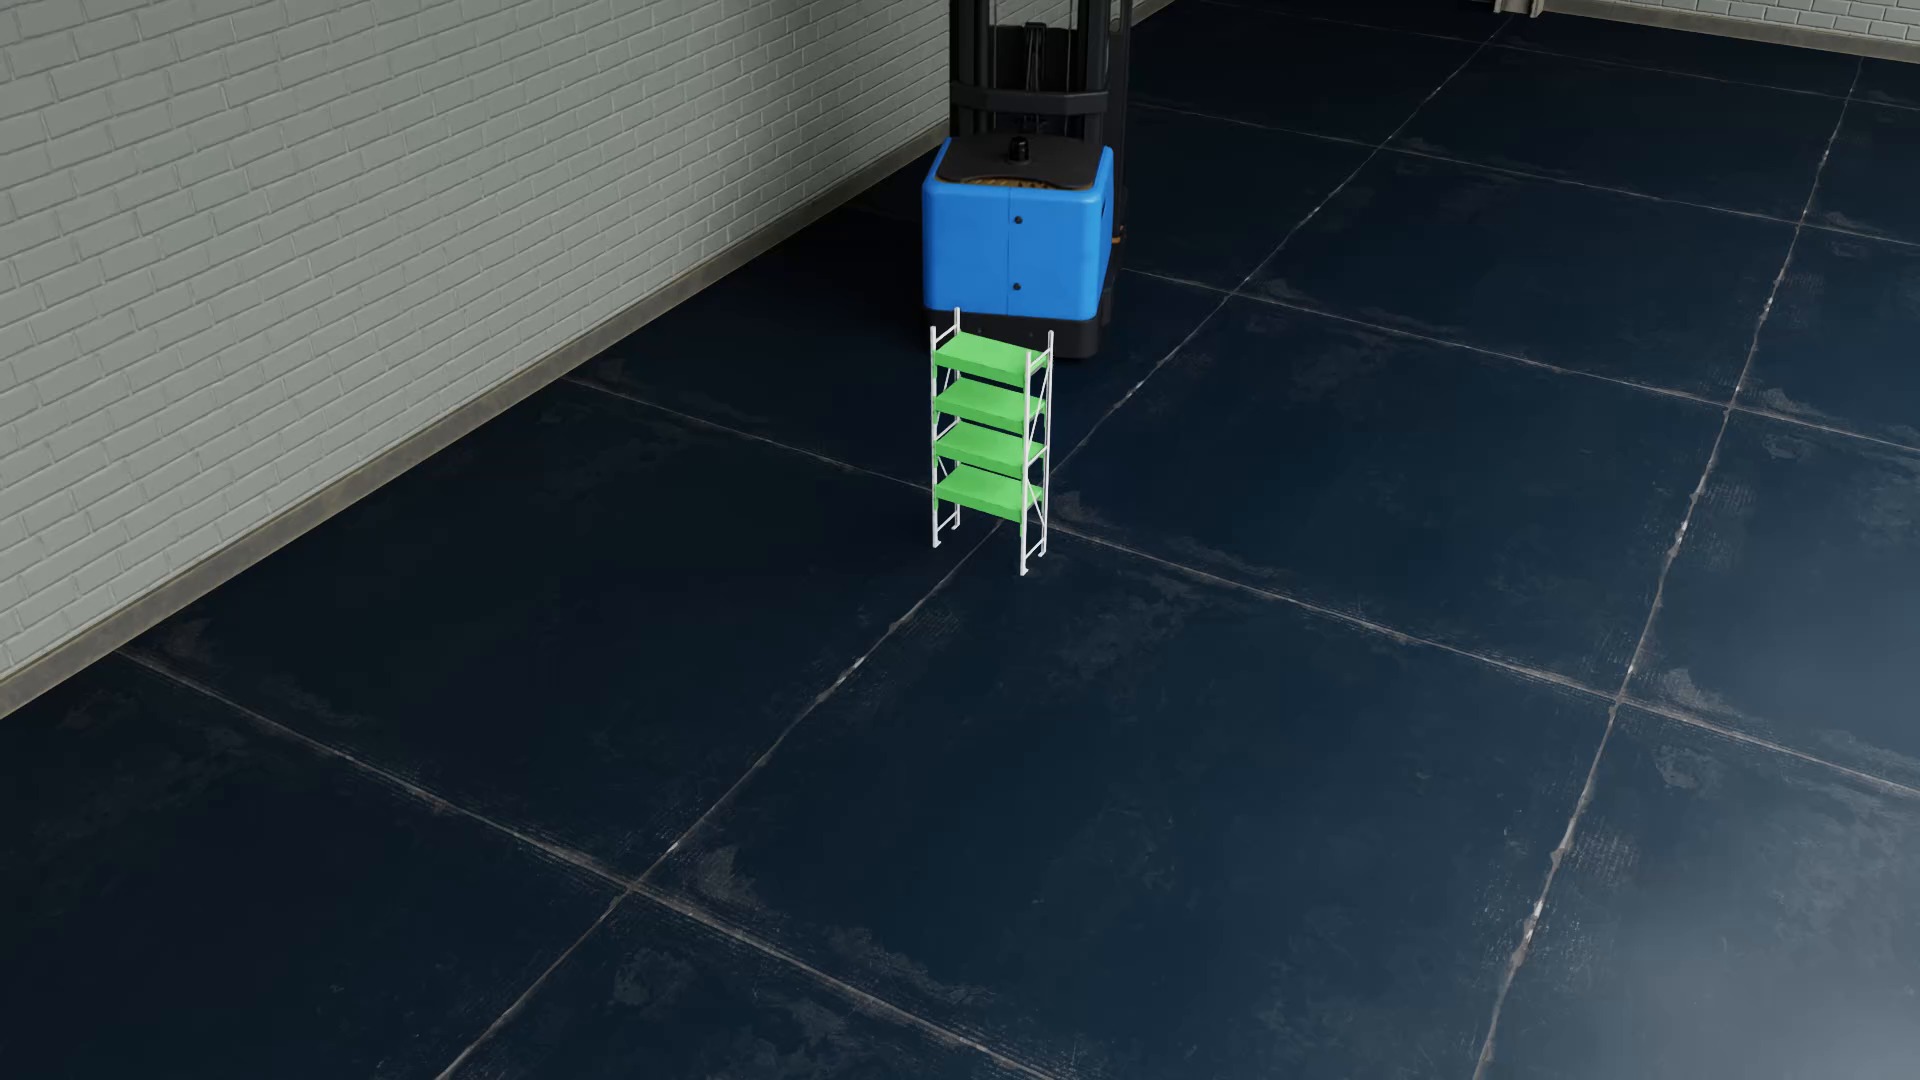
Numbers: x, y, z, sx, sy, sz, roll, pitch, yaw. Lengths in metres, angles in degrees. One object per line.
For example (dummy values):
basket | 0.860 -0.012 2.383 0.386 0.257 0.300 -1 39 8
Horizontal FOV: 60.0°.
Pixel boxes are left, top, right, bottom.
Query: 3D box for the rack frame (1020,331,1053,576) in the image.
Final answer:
rack frame | 0.356 -0.387 7.748 0.015 1.200 0.240 18 37 24

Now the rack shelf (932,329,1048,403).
rack shelf | 0.144 -0.800 7.618 0.480 0.148 0.258 18 37 24

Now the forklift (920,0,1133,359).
forklift | 0.519 -3.085 10.239 1.130 2.935 3.031 5 34 8

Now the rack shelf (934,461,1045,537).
rack shelf | 0.144 -0.201 8.018 0.480 0.148 0.258 18 37 24

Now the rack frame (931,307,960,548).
rack frame | -0.068 -0.521 7.950 0.015 1.200 0.240 18 37 24

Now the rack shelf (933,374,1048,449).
rack shelf | 0.144 -0.600 7.751 0.480 0.148 0.258 18 37 24

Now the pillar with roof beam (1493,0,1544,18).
pillar with roof beam | 3.169 -6.705 10.200 0.400 9.000 9.100 18 37 24

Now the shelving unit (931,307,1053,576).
shelving unit | 0.144 -0.454 7.849 0.503 1.200 0.258 18 37 24

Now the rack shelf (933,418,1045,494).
rack shelf | 0.144 -0.401 7.884 0.480 0.148 0.258 18 37 24
